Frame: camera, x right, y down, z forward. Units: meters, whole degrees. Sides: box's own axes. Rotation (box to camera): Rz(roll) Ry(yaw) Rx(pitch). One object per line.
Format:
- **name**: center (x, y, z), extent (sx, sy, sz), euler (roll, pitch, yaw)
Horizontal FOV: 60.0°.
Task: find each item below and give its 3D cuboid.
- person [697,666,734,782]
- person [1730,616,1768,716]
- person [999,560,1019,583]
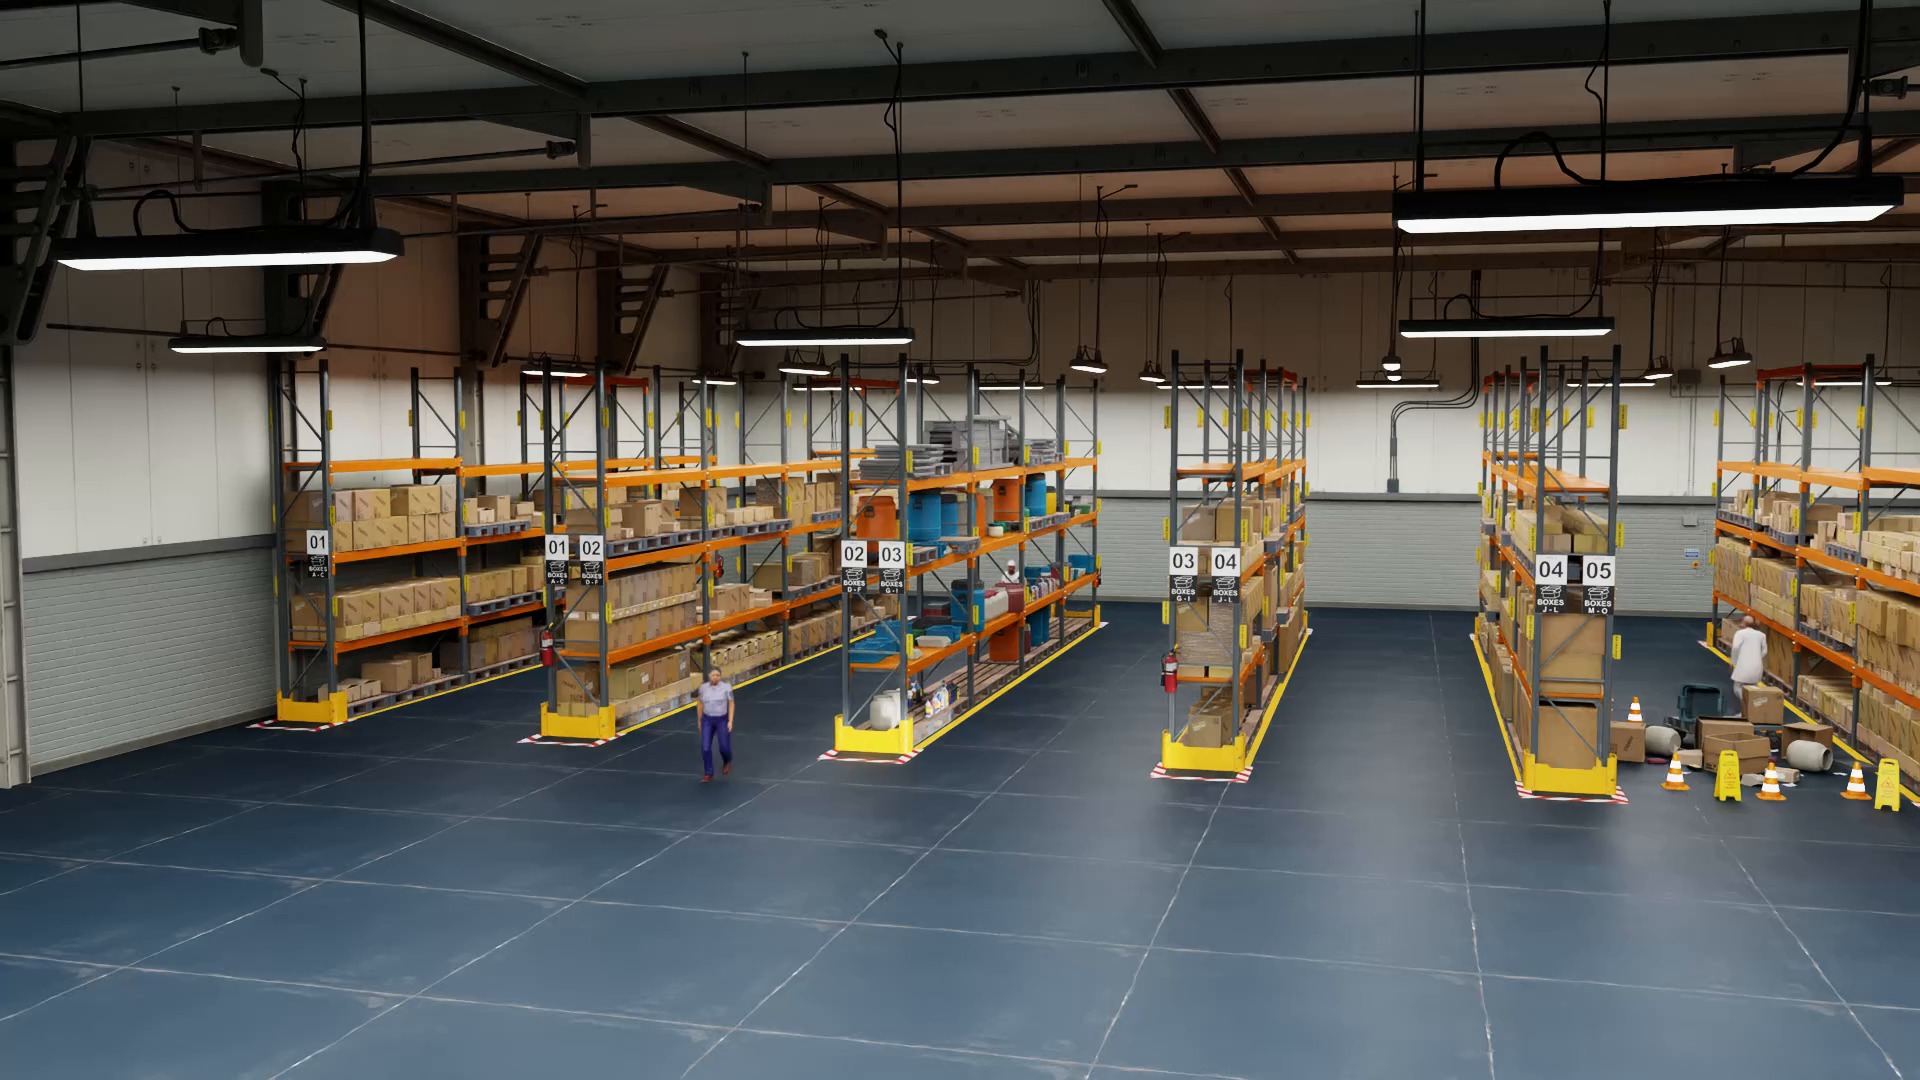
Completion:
- **person**: center (-3.400, 2.535, 23.187), extent (0.527, 1.625, 0.567), euler (0, 4, 0)
- **person**: center (13.281, 2.146, 27.926), extent (0.649, 1.708, 0.805), euler (0, 4, 2)
- **person**: center (1.125, 1.334, 38.565), extent (0.587, 1.723, 0.985), euler (3, 5, 32)
